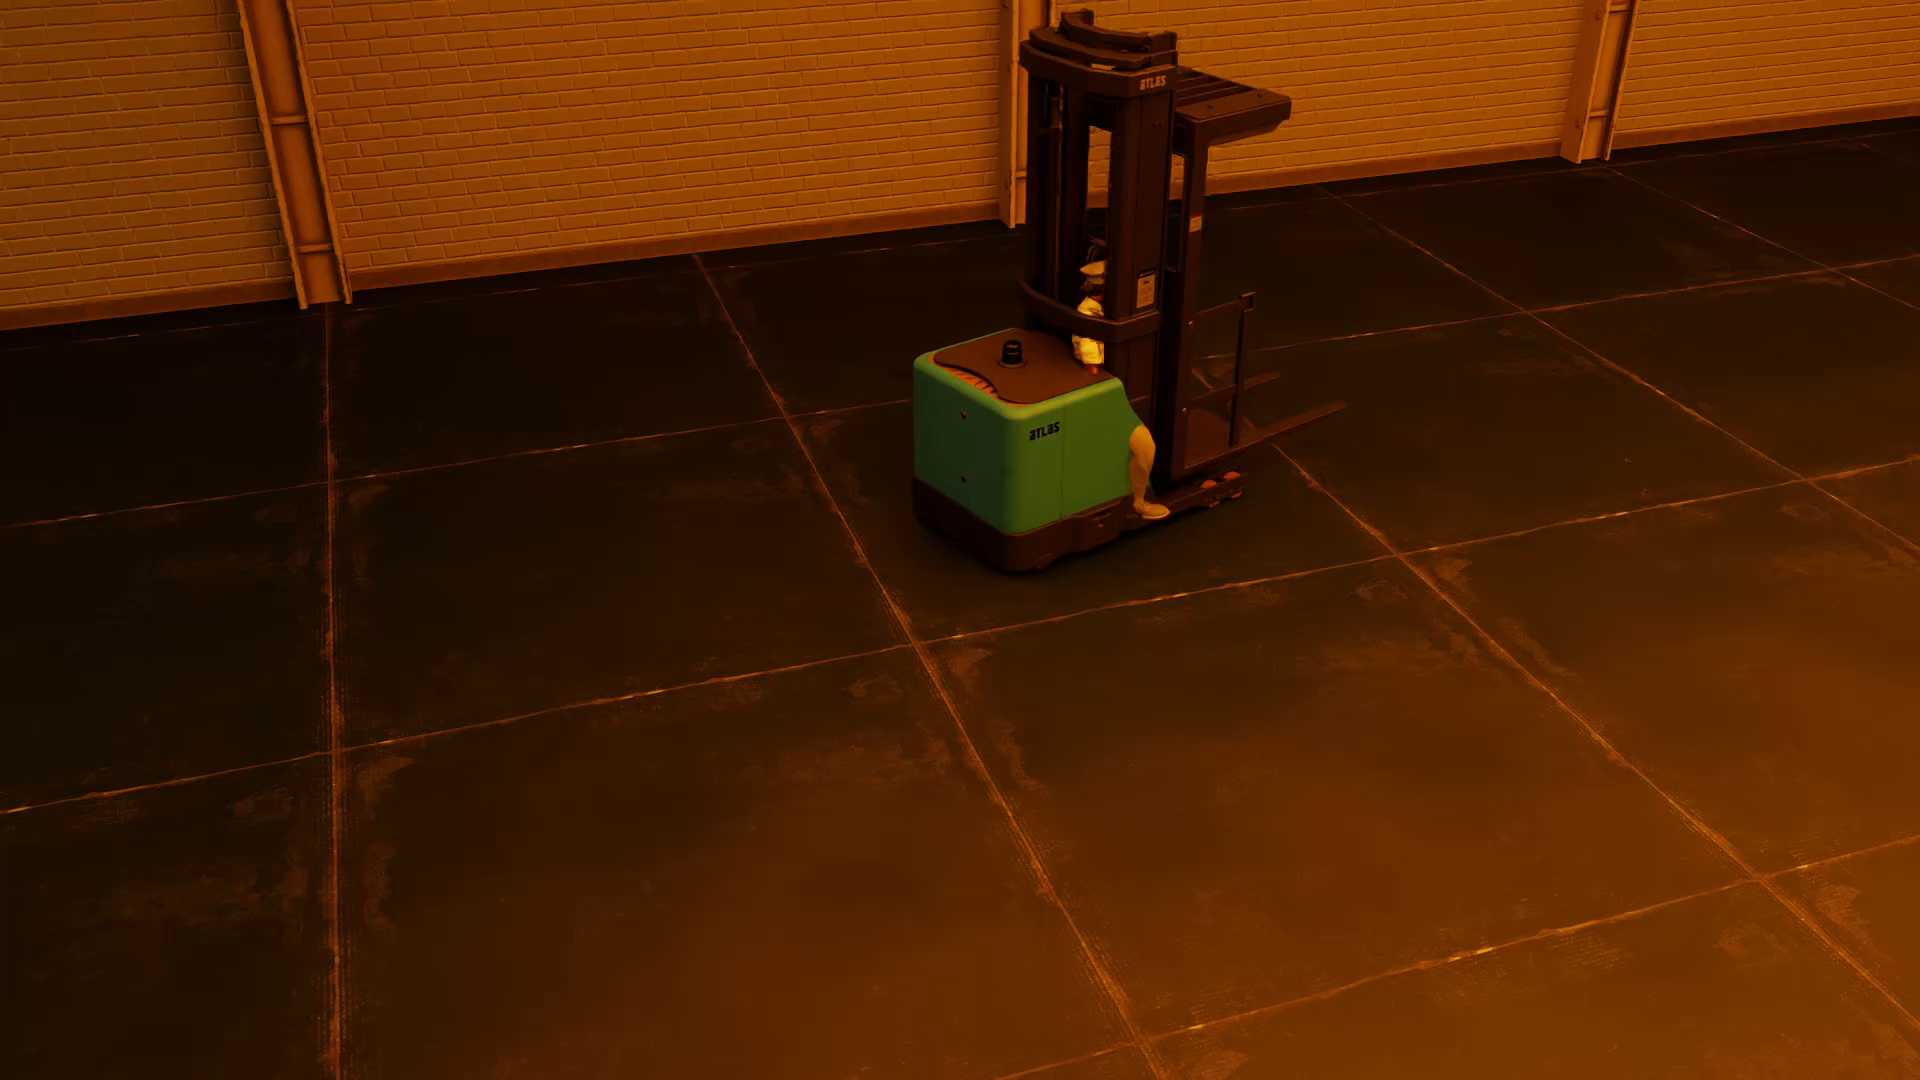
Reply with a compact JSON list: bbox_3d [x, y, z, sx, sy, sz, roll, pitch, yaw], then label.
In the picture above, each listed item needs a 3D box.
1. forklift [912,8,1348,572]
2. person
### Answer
[{"bbox_3d":[1.192,-1.666,9.983,3.031,2.935,1.130,-20,36,-31],"label":"forklift"},{"bbox_3d":[0.907,-0.902,9.831,0.727,1.500,0.731,2,30,3],"label":"person"}]
